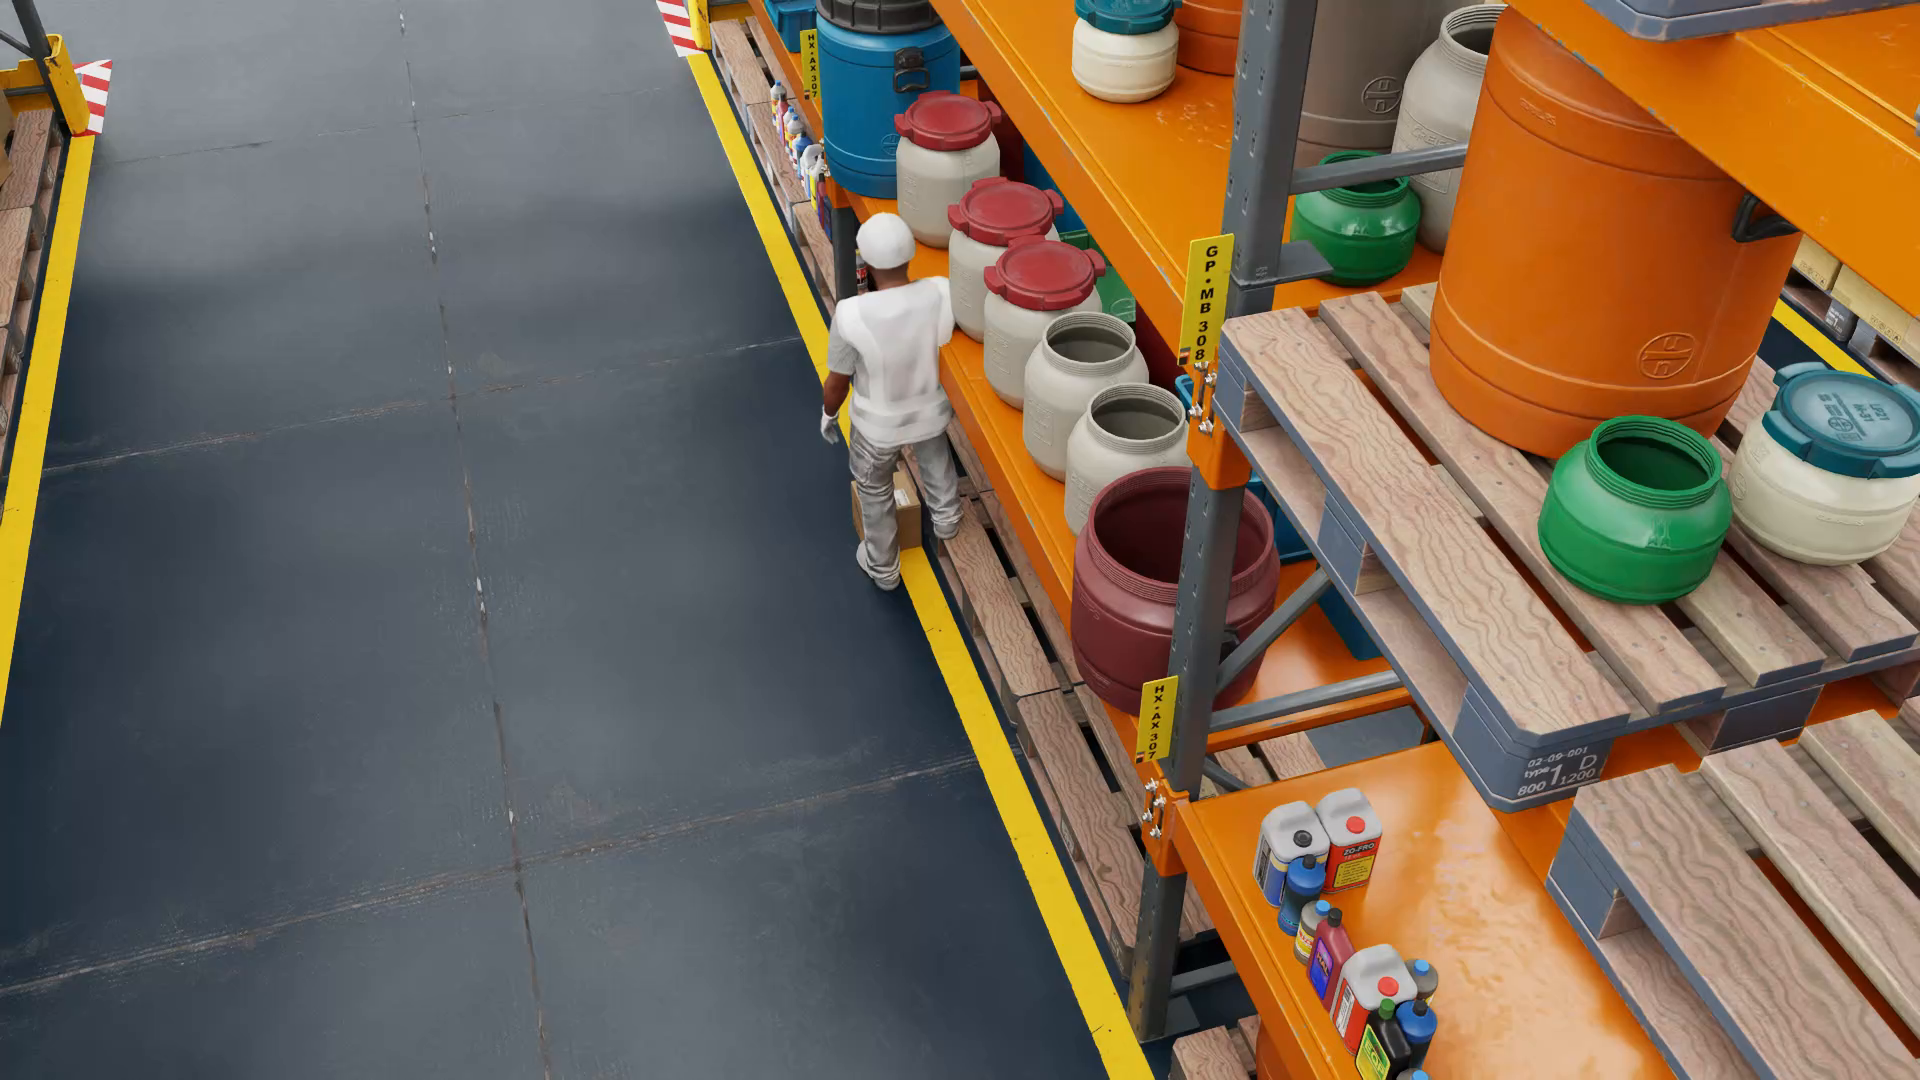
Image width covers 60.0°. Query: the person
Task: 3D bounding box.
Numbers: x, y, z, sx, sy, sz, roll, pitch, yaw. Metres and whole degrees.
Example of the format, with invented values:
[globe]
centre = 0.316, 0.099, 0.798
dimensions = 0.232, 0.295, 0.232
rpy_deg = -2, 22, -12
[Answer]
[person]
centre = -0.266, -0.560, 6.768
dimensions = 0.629, 1.785, 0.520
rpy_deg = -14, 44, -15
